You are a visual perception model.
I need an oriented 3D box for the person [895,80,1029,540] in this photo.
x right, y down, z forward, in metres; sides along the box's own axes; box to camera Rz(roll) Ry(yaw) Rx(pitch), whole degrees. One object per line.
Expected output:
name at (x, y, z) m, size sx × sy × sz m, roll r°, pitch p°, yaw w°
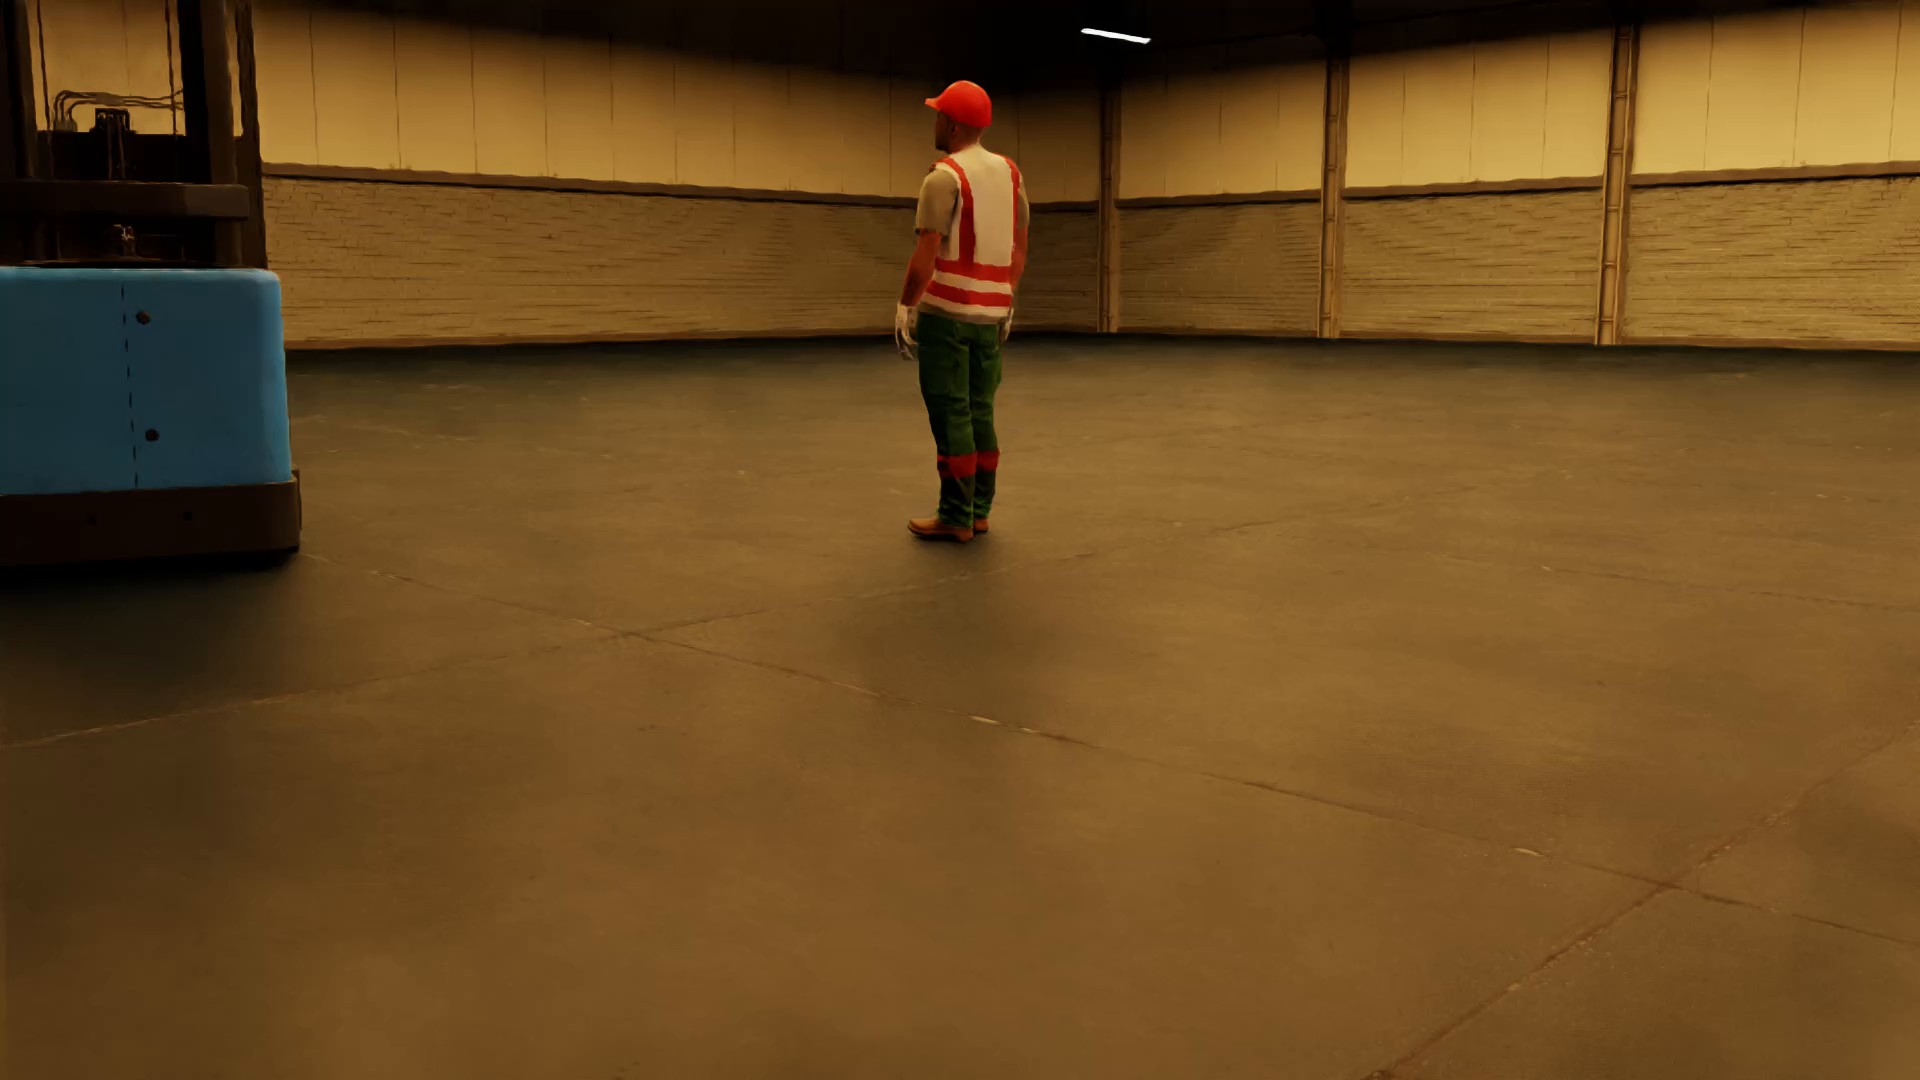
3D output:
person at (-0.050, -0.901, 6.646) m, size 0.563 × 1.787 × 0.637 m, roll 8°, pitch 12°, yaw 43°

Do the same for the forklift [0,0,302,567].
forklift at (-3.526, -1.518, 6.958) m, size 1.130 × 2.935 × 3.031 m, roll -4°, pitch 10°, yaw -26°
